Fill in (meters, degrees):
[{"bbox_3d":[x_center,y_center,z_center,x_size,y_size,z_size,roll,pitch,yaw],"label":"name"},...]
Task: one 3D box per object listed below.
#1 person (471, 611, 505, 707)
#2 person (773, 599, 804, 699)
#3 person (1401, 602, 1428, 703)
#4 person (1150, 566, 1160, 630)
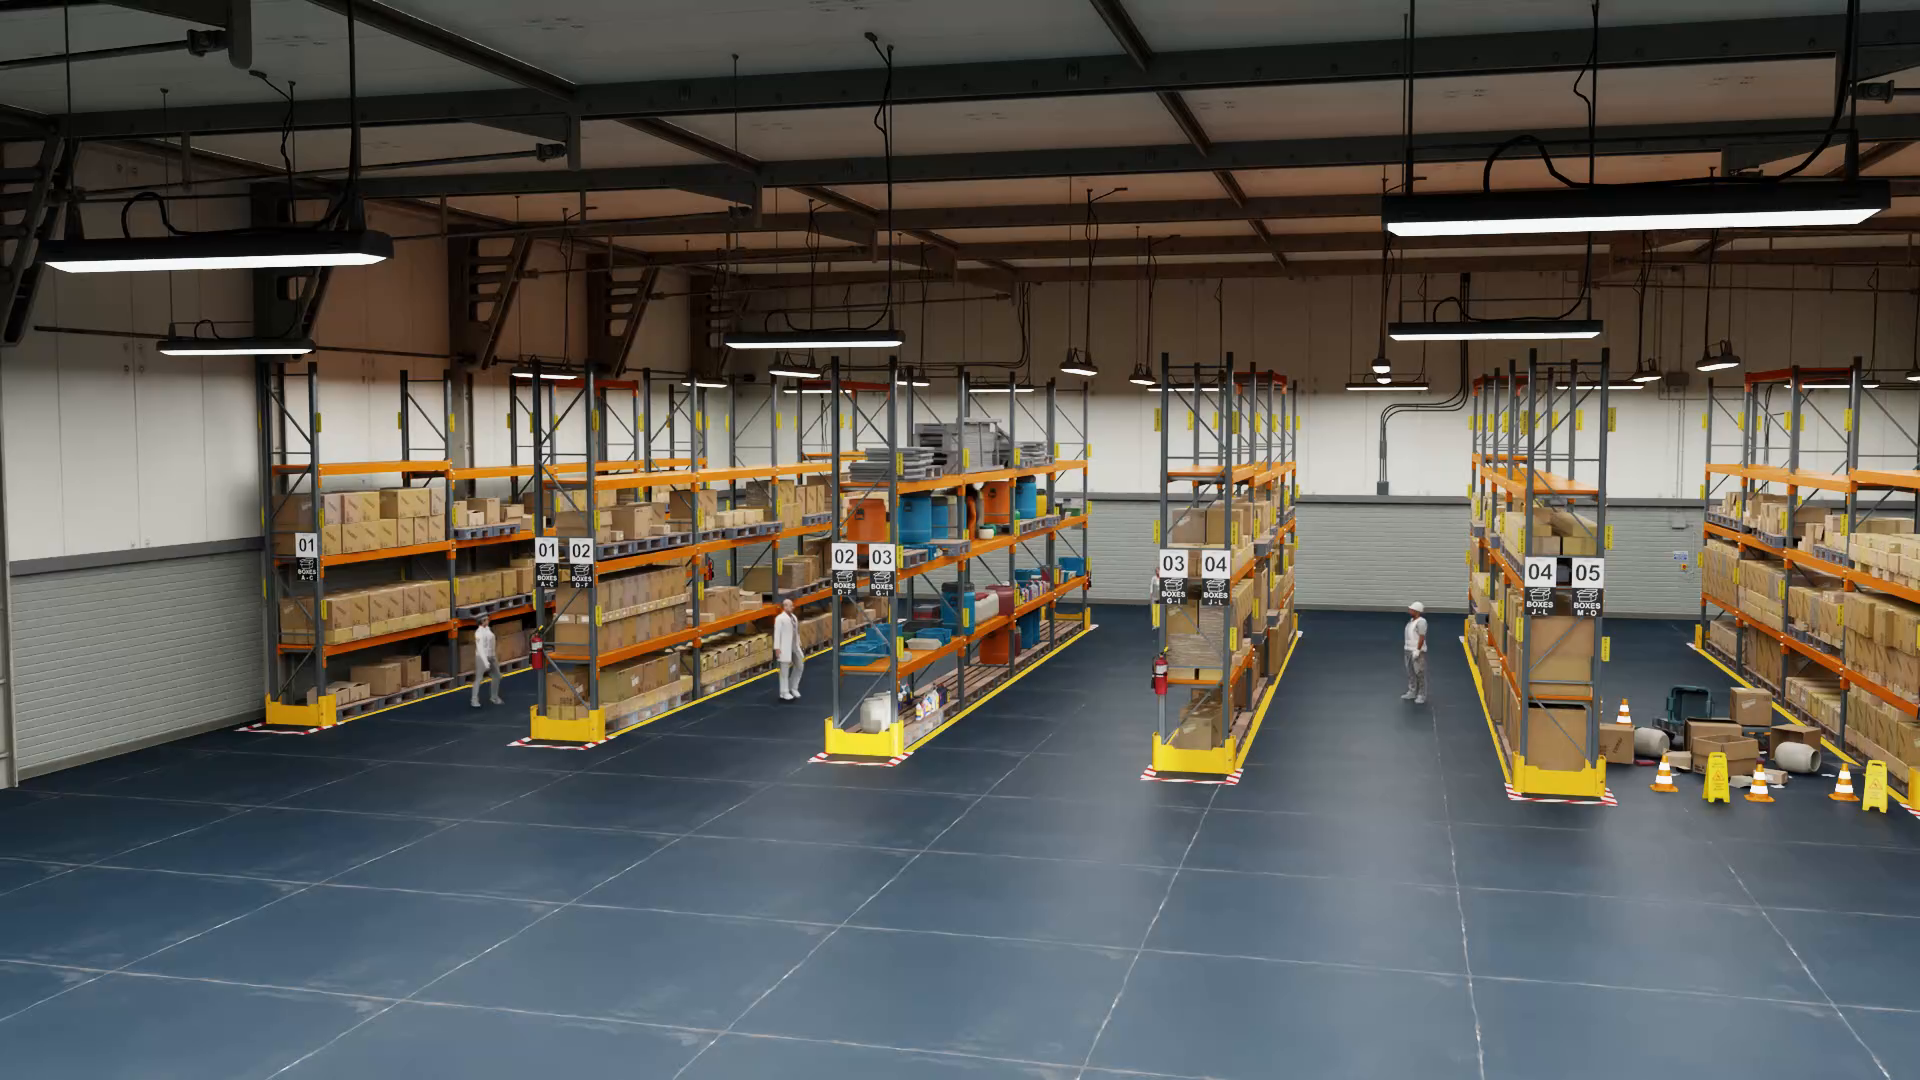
[{"bbox_3d":[-8.382,2.113,29.471,0.478,1.716,0.630,1,4,19],"label":"person"},{"bbox_3d":[-3.107,1.972,30.037,0.475,1.808,0.683,3,5,37],"label":"person"},{"bbox_3d":[8.193,2.020,29.950,0.426,1.820,0.568,-2,4,-21],"label":"person"},{"bbox_3d":[4.744,1.464,39.518,0.443,1.497,0.473,1,4,12],"label":"person"}]
